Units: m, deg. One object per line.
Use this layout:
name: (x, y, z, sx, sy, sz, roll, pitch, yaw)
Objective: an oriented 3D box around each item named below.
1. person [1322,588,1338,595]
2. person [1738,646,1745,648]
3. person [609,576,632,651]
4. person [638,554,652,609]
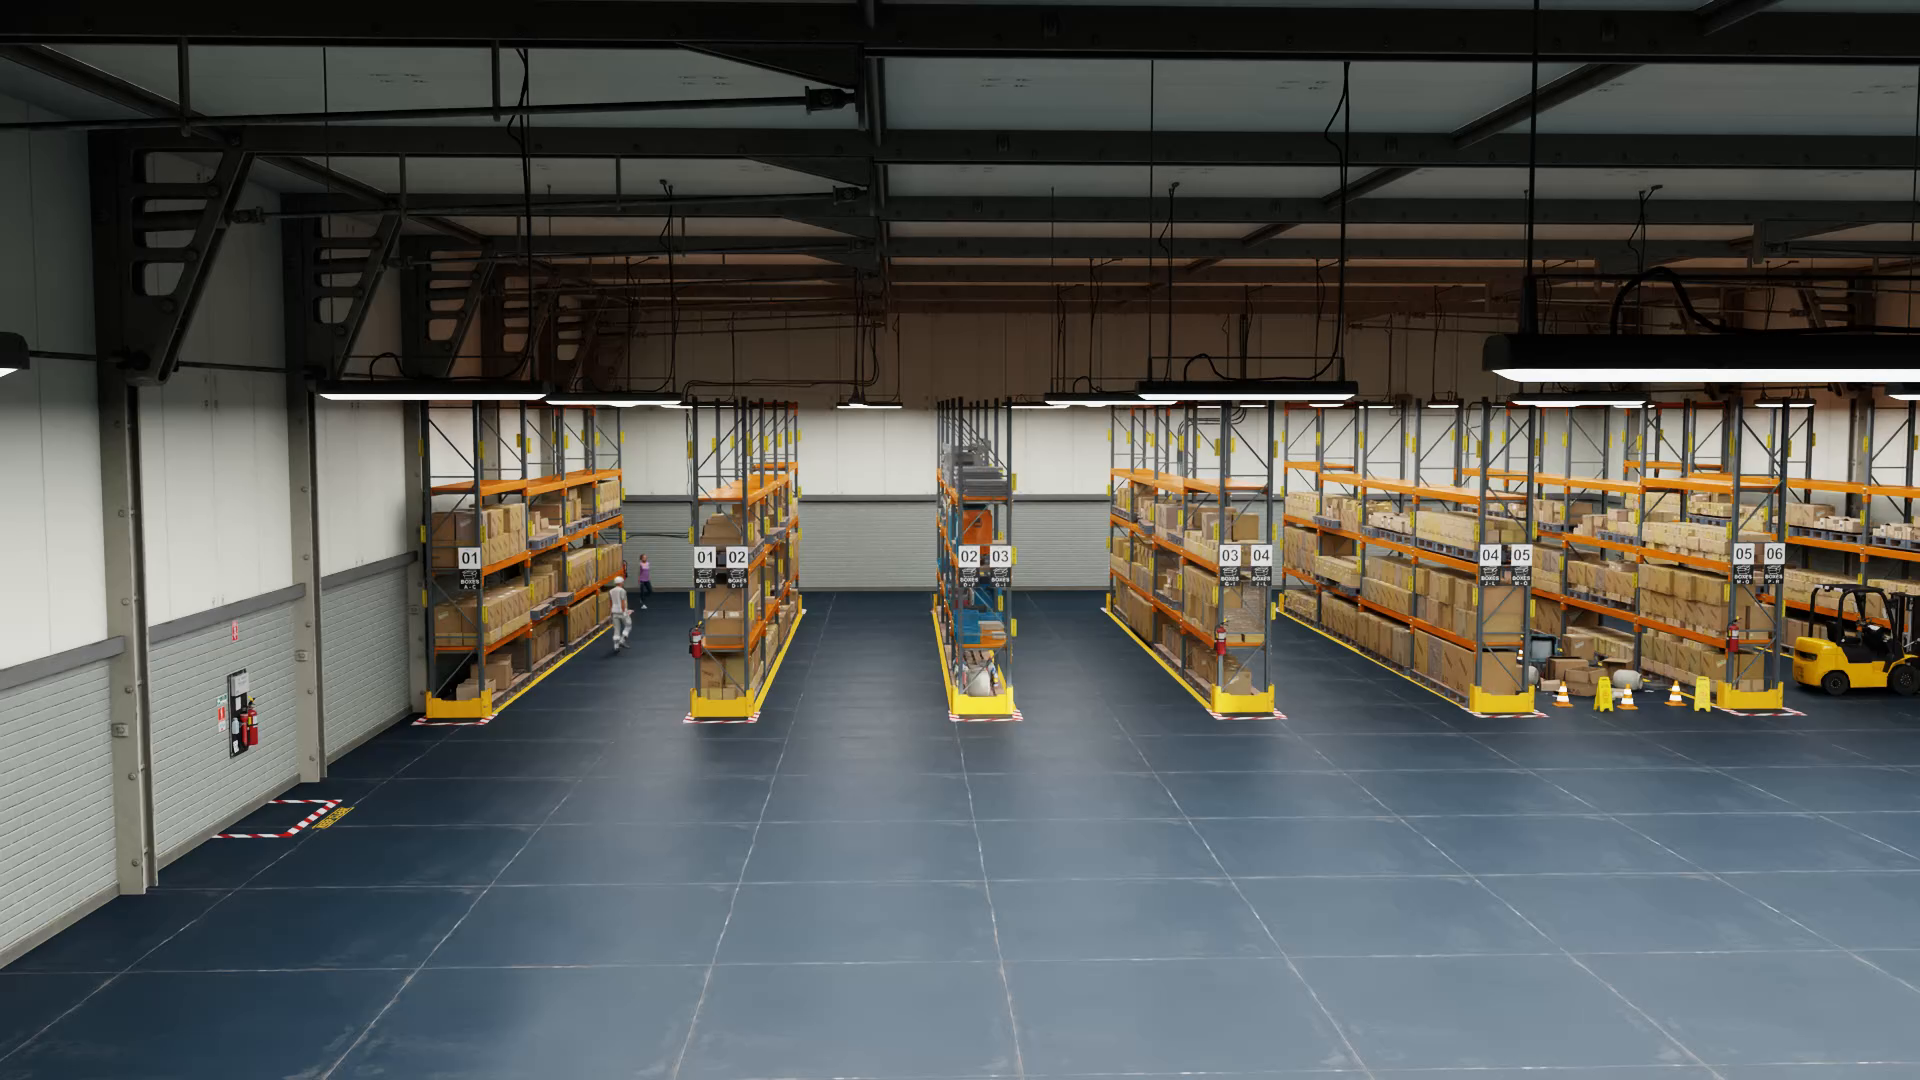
person: (10.828, 1.067, 48.884, 0.717, 1.752, 0.571, 0, 4, 4)
person: (16.915, 2.139, 36.309, 0.519, 1.571, 0.713, -1, 4, -10)
person: (-8.143, 1.752, 39.681, 0.548, 1.764, 0.468, 1, 5, 17)
person: (-9.168, 1.190, 48.173, 0.409, 1.586, 0.441, -4, 6, -43)
